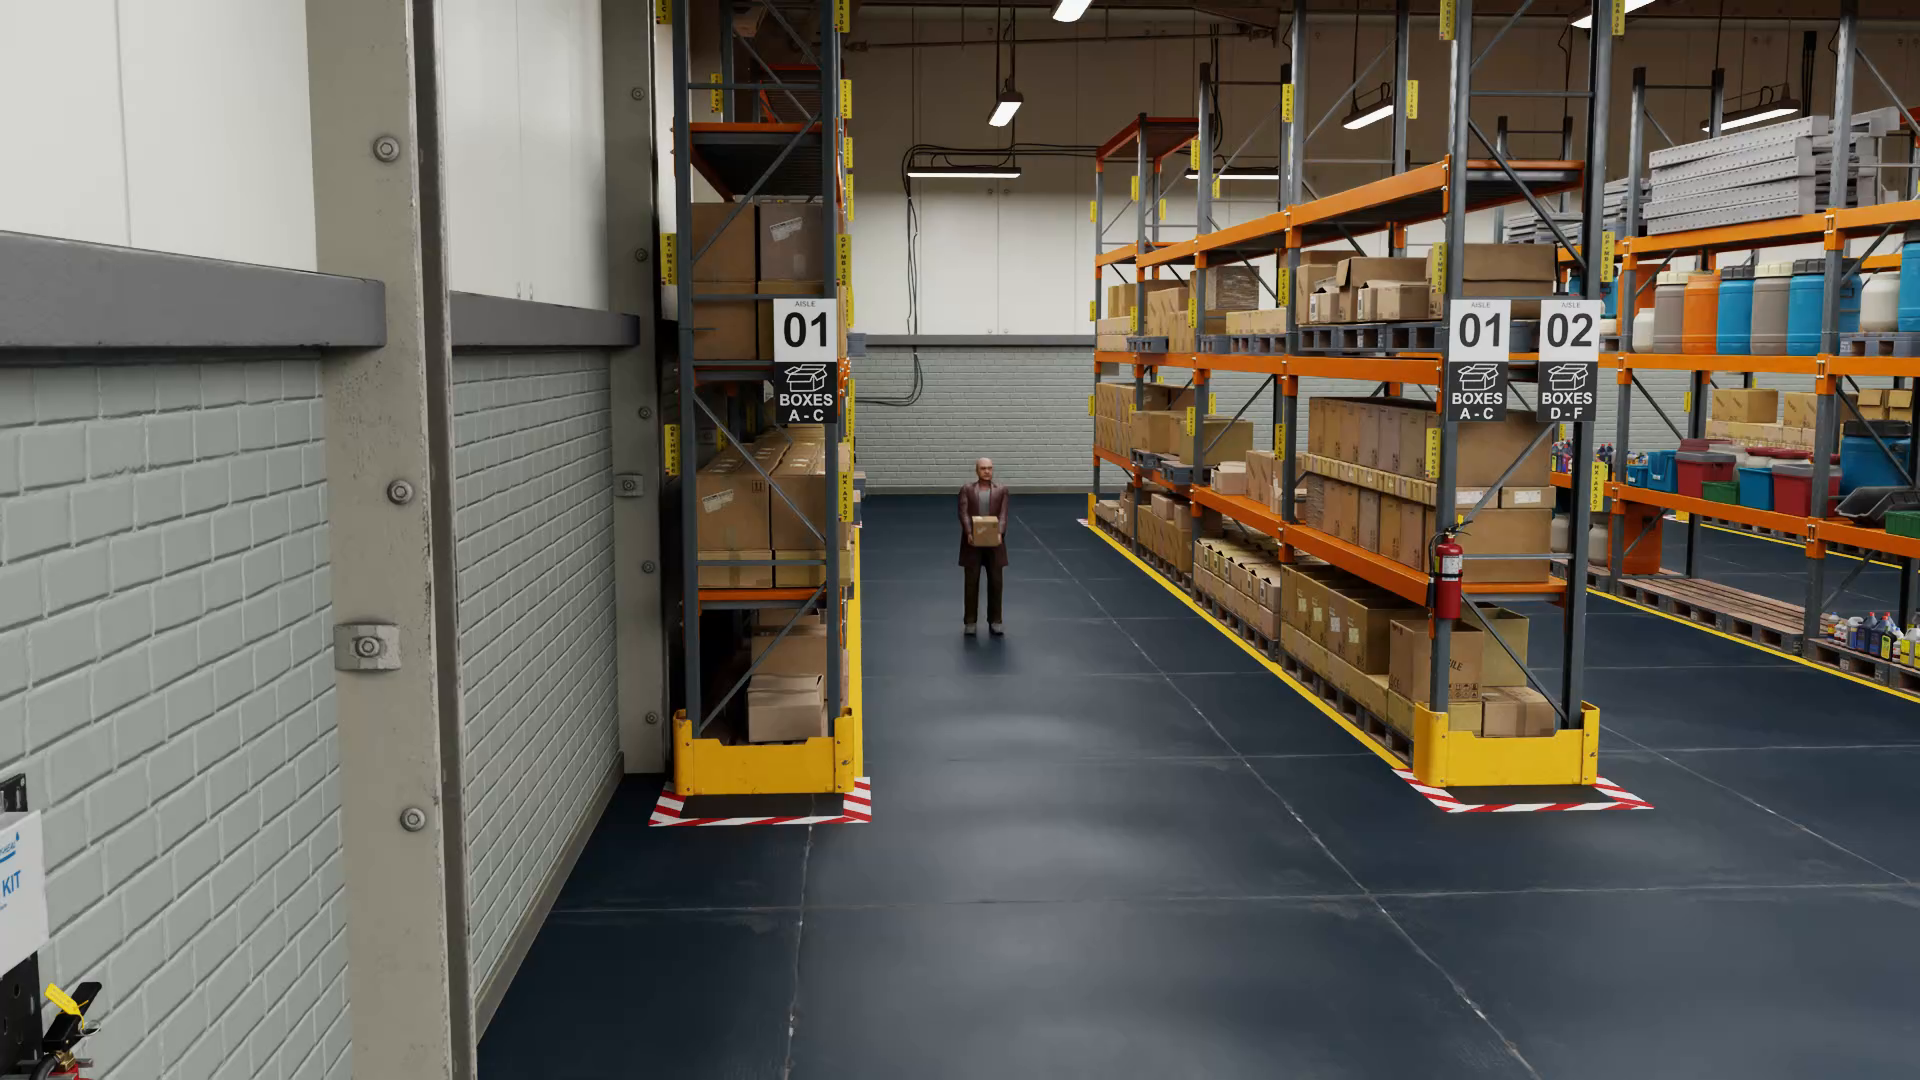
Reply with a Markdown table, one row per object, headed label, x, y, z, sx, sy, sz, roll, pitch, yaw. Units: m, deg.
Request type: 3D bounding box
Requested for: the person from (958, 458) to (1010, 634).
| label | x | y | z | sx | sy | sz | roll | pitch | yaw |
| --- | --- | --- | --- | --- | --- | --- | --- | --- | --- |
| person | 0.246 | 0.068 | 16.743 | 0.527 | 1.775 | 0.556 | 0 | 7 | -3 |
